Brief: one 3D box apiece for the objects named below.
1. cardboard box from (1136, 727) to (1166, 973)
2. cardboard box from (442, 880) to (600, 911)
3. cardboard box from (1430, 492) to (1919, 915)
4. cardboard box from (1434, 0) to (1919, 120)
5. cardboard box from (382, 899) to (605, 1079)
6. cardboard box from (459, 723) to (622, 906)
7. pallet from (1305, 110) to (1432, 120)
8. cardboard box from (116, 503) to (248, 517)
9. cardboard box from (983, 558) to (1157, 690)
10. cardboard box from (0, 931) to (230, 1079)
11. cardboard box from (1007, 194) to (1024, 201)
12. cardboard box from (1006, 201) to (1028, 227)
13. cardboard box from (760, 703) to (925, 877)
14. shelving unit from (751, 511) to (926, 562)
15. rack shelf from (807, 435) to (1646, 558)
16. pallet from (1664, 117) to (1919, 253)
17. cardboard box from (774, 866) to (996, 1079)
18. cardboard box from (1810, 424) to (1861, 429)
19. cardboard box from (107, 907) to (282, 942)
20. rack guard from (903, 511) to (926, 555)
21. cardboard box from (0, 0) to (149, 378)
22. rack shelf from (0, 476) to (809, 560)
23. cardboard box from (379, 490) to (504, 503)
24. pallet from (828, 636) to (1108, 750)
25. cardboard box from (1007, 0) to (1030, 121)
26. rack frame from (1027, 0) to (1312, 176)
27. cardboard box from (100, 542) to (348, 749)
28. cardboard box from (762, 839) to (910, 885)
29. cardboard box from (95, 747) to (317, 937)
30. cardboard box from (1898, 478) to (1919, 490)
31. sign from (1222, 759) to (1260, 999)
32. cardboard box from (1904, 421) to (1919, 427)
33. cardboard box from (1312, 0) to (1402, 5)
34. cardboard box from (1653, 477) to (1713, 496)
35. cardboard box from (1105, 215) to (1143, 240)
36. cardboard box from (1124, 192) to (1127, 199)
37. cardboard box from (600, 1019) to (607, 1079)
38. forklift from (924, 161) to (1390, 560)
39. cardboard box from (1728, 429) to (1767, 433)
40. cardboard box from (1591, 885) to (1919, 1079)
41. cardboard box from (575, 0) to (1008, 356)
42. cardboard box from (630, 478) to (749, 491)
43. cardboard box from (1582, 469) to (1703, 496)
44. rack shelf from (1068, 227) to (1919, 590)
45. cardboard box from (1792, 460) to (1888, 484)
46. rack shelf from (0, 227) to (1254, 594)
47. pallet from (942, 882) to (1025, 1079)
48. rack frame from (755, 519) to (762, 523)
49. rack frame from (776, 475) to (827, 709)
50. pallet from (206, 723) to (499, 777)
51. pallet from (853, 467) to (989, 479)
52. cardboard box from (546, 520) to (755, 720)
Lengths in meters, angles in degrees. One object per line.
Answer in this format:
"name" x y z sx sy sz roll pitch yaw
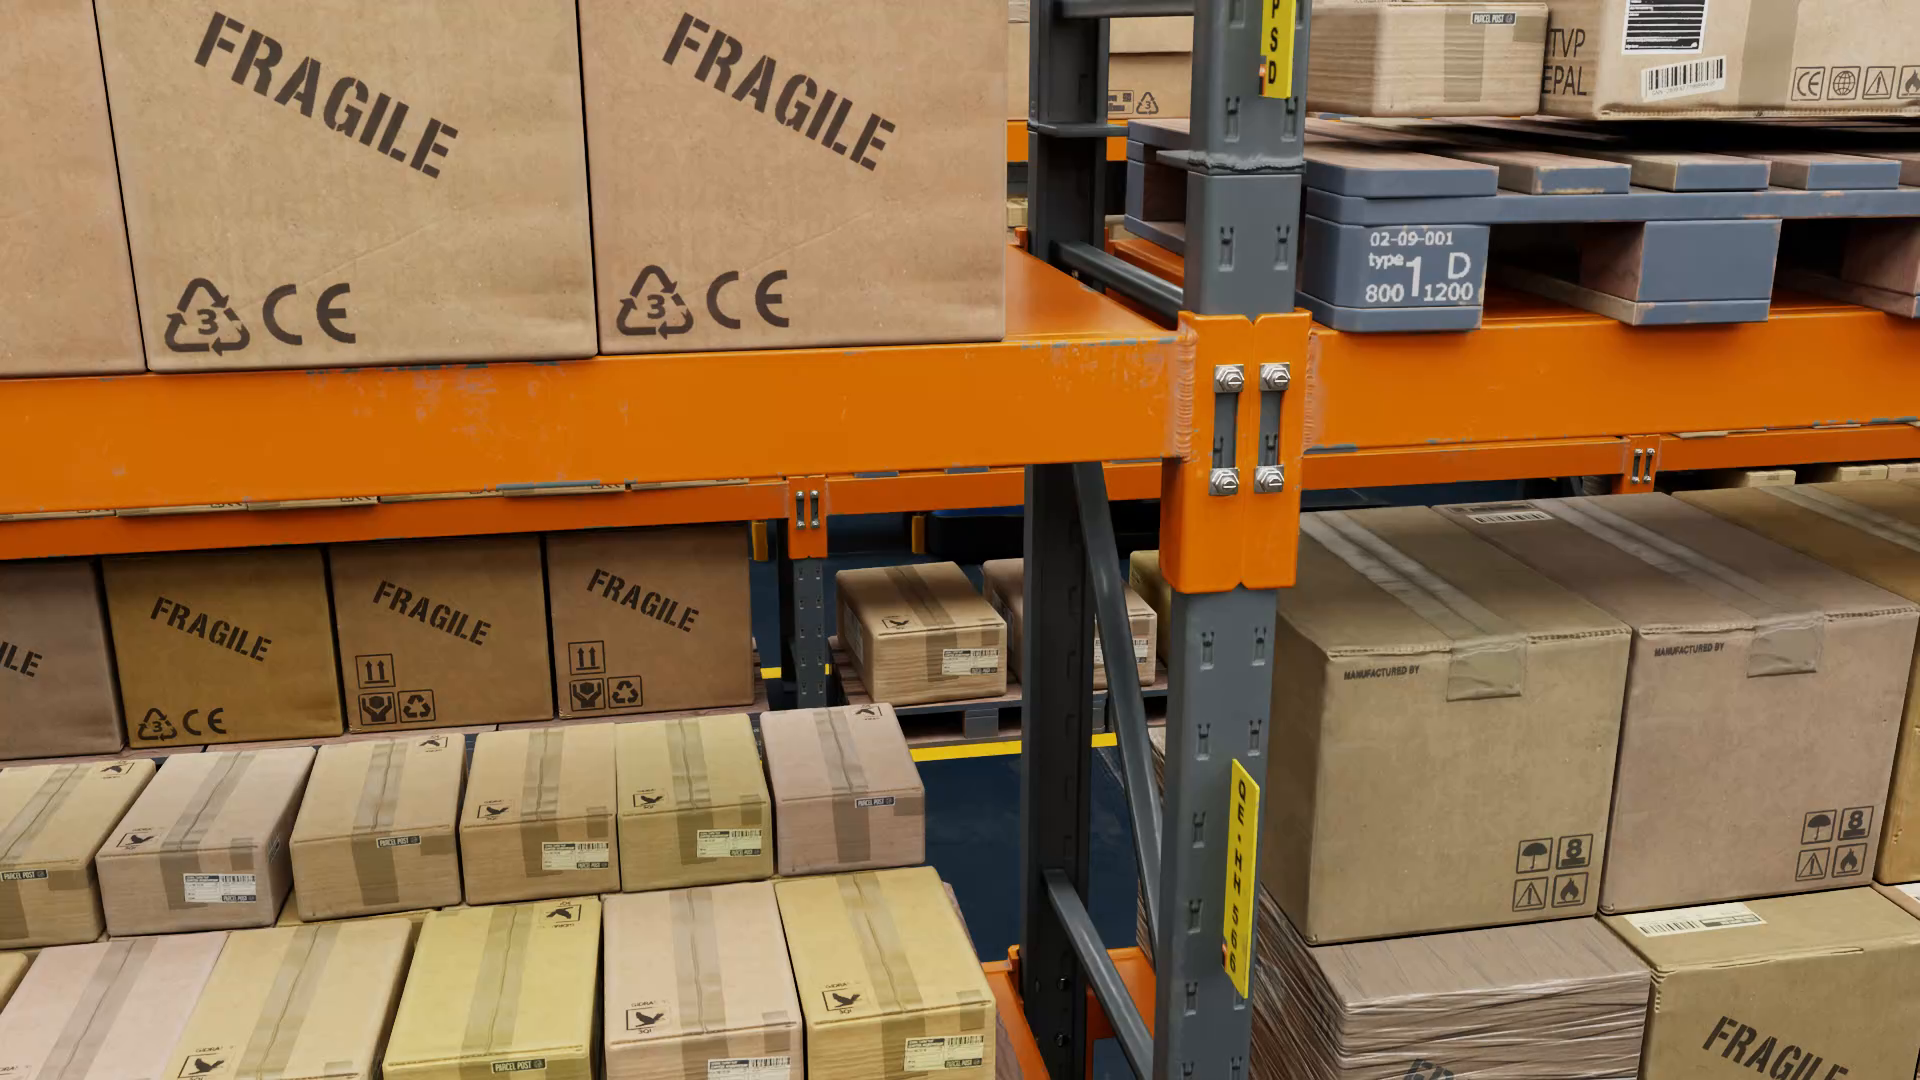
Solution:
"cardboard box" 0.669 0.683 3.310 0.500 0.500 0.500 -3 17 -10
"cardboard box" -0.762 0.611 2.920 0.250 0.149 0.380 -4 17 -12
"cardboard box" 1.217 0.257 2.994 0.500 0.500 0.700 -3 17 -11
"cardboard box" 1.030 -0.784 2.412 0.500 0.311 0.500 -3 17 -10
"cardboard box" -0.620 0.655 2.268 0.250 0.149 0.380 -3 17 -9
"cardboard box" -0.718 0.466 2.885 0.250 0.149 0.380 -3 17 -11
"pallet" 1.523 -2.093 7.728 1.003 0.211 1.213 -3 17 -10
"cardboard box" -3.192 -0.295 6.920 0.500 0.250 0.500 -3 17 -11
"cardboard box" 0.519 0.395 8.177 0.625 0.372 0.950 -4 17 -12
"cardboard box" -1.120 0.683 2.178 0.250 0.149 0.380 -3 17 -10
"cardboard box" 0.330 -2.570 12.797 0.250 0.149 0.380 -3 17 -10
"cardboard box" 0.434 -2.400 12.241 0.250 0.149 0.380 -4 17 -12
"cardboard box" -0.217 0.438 2.976 0.250 0.149 0.380 -3 17 -10
"shelving unit" -0.790 -0.688 10.497 1.083 1.500 0.587 -3 17 -8
"rack shelf" 1.203 -0.356 8.086 4.000 0.370 1.077 -3 17 -10
"pallet" 1.998 -0.625 2.950 1.213 0.211 1.003 -2 17 -8
"cardboard box" -0.116 0.628 2.359 0.250 0.149 0.380 -4 18 -13
"cardboard box" 4.280 -0.672 8.320 0.250 0.149 0.380 -3 17 -9
"cardboard box" -1.254 0.639 2.830 0.250 0.149 0.380 -3 17 -10
"rack guard" -0.297 -0.112 10.751 0.087 0.250 0.587 -3 17 -8
"cardboard box" -1.215 -0.485 2.004 0.500 0.500 0.500 -3 17 -10
"rack shelf" -2.724 -0.133 7.361 4.000 0.370 1.077 -3 17 -10
"cardboard box" -2.204 -0.357 7.121 0.500 0.250 0.500 -3 17 -11
"pallet" 0.007 0.702 8.168 1.213 0.211 1.003 -3 17 -10
"cardboard box" 0.172 -2.120 7.326 0.500 0.500 0.700 -3 17 -10
"rack frame" 0.278 -2.035 2.110 0.127 3.000 1.000 -3 17 -10
"cardboard box" -3.209 0.339 7.502 0.875 0.875 0.875 -3 17 -9
"cardboard box" -0.235 0.579 3.023 0.250 0.149 0.380 -2 17 -8
"cardboard box" -1.243 0.496 2.787 0.250 0.149 0.380 -2 17 -8
"cardboard box" 2.222 0.199 3.182 0.500 0.500 0.700 -3 17 -11
"sign" 0.390 0.473 2.325 0.005 0.325 0.100 -3 17 -10
"cardboard box" 4.795 -0.685 8.360 0.250 0.149 0.380 -3 17 -10
"cardboard box" 1.624 -2.481 7.360 0.500 0.250 0.500 -3 17 -10
"cardboard box" 3.798 -0.011 8.429 0.500 0.500 0.500 -2 17 -8
"cardboard box" 0.792 -1.461 7.964 0.250 0.149 0.380 -4 18 -13
"cardboard box" 1.317 -2.628 12.985 0.250 0.149 0.380 -3 17 -11
"cardboard box" -0.382 0.784 2.355 0.250 0.149 0.380 -3 17 -8
"forklift" 1.253 -1.456 10.559 3.031 2.935 1.130 -3 17 -8
"cardboard box" 3.775 -0.645 8.231 0.250 0.149 0.380 -3 17 -9
"cardboard box" 1.269 0.809 2.899 0.500 0.500 0.500 -3 17 -11
"cardboard box" -0.235 -0.544 2.193 0.500 0.500 0.500 -3 17 -10
"cardboard box" -1.208 -0.414 7.305 0.500 0.250 0.500 -4 17 -12
"cardboard box" 3.697 -0.166 8.935 0.500 0.500 0.500 -3 17 -11
"rack shelf" 2.242 -0.368 3.018 4.000 0.370 1.077 -3 17 -10
"cardboard box" 4.436 -0.340 8.395 0.250 0.149 0.380 -3 17 -8
"rack shelf" -1.686 -0.145 2.293 4.000 0.370 1.077 -3 17 -10
"pallet" -0.402 0.995 2.789 1.003 0.211 1.213 -3 17 -10
"rack frame" -1.284 -0.666 10.427 0.032 1.500 0.500 -3 17 -8
"rack frame" -0.760 -0.588 7.618 0.127 3.000 1.000 -3 17 -10
"pallet" -2.744 0.834 7.737 1.213 0.211 1.003 -3 17 -10
"pallet" -0.081 -0.567 7.875 1.003 0.211 1.213 -3 17 -10
"cardboard box" -1.454 0.241 7.821 0.875 0.875 0.875 -3 17 -11
